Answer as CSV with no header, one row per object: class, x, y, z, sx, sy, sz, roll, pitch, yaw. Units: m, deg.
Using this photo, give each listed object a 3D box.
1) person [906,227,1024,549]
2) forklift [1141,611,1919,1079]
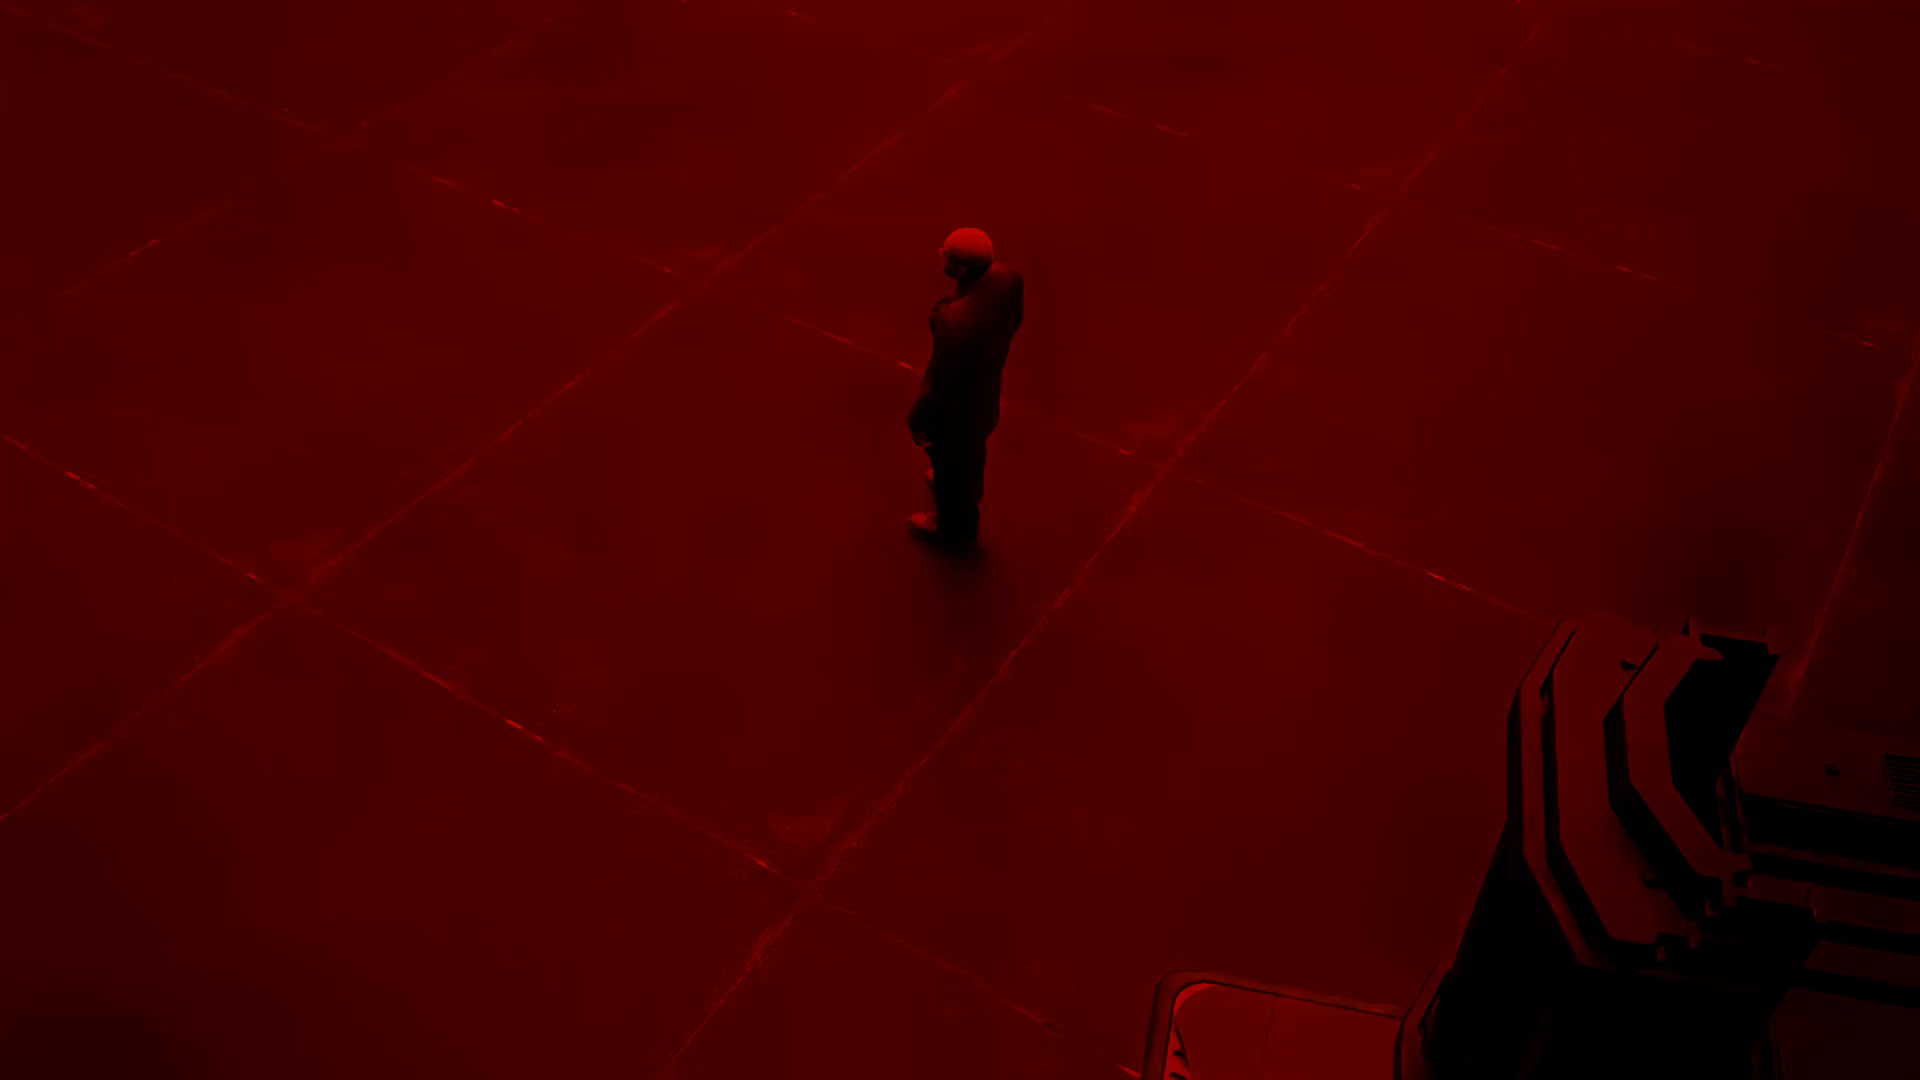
person,-0.074,-0.687,7.401,0.580,1.776,0.694,24,48,23
forklift,1.966,1.554,4.210,3.031,2.935,1.130,9,44,9
